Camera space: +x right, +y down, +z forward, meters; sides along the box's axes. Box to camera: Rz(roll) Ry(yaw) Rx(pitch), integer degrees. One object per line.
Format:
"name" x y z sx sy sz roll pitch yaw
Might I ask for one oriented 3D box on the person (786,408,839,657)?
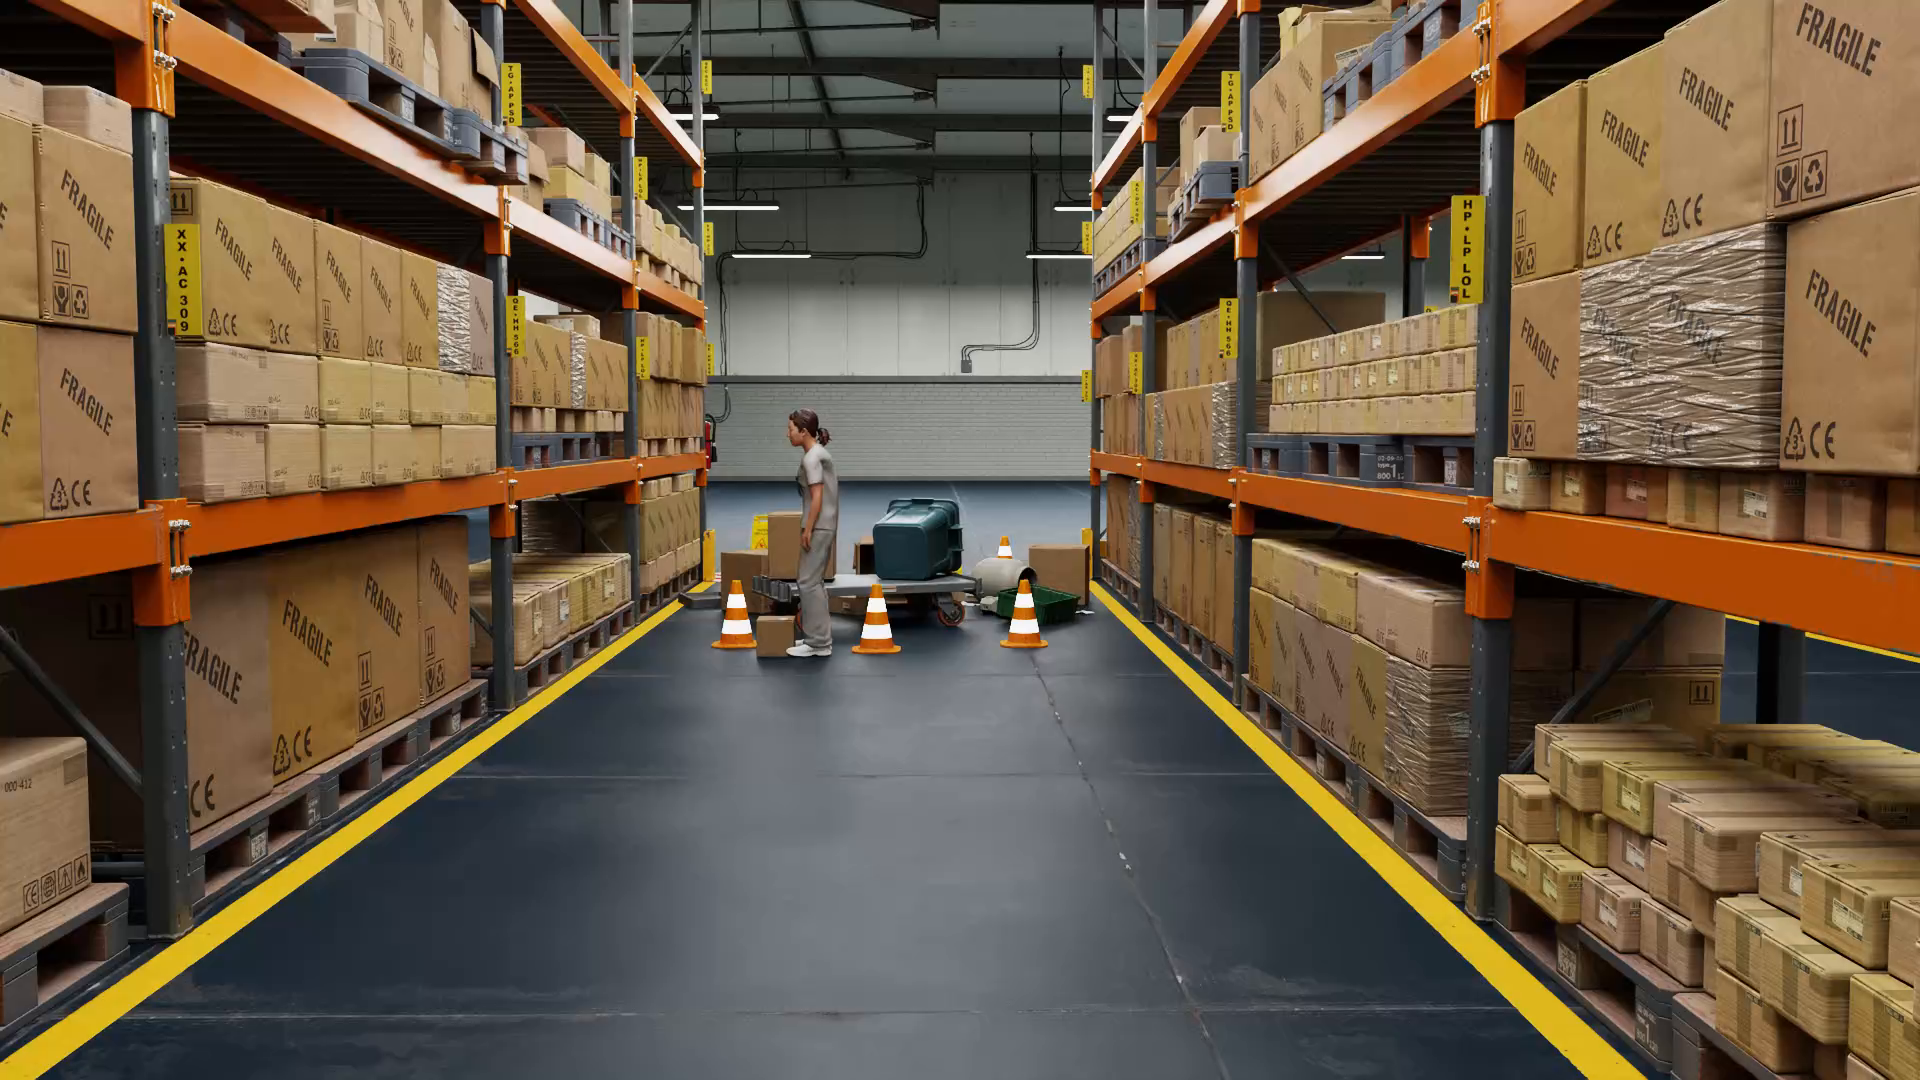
"person" -1.002 -0.046 11.291 0.360 1.652 0.484 0 4 -2
